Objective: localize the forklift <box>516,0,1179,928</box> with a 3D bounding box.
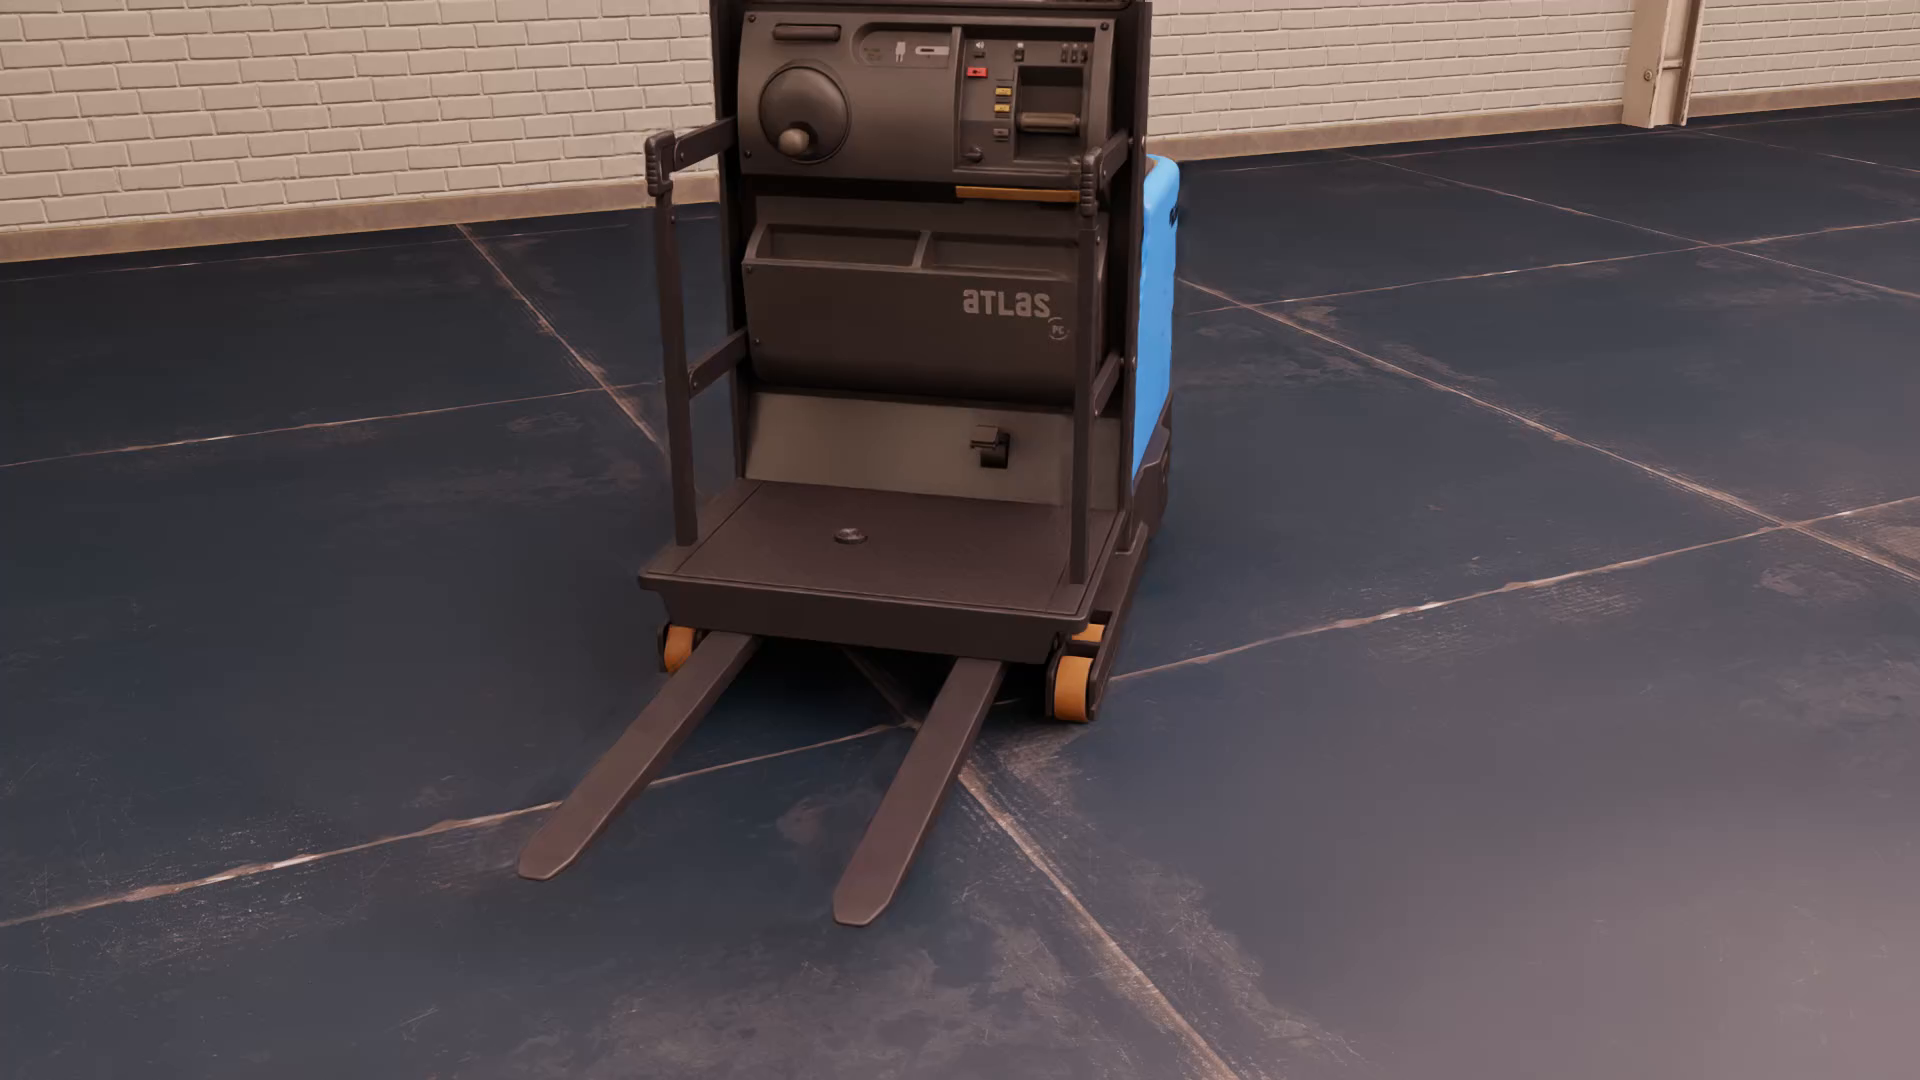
[{"bbox_3d":[-0.139,-1.069,3.858,1.130,2.935,3.031,5,23,12],"label":"forklift"}]
